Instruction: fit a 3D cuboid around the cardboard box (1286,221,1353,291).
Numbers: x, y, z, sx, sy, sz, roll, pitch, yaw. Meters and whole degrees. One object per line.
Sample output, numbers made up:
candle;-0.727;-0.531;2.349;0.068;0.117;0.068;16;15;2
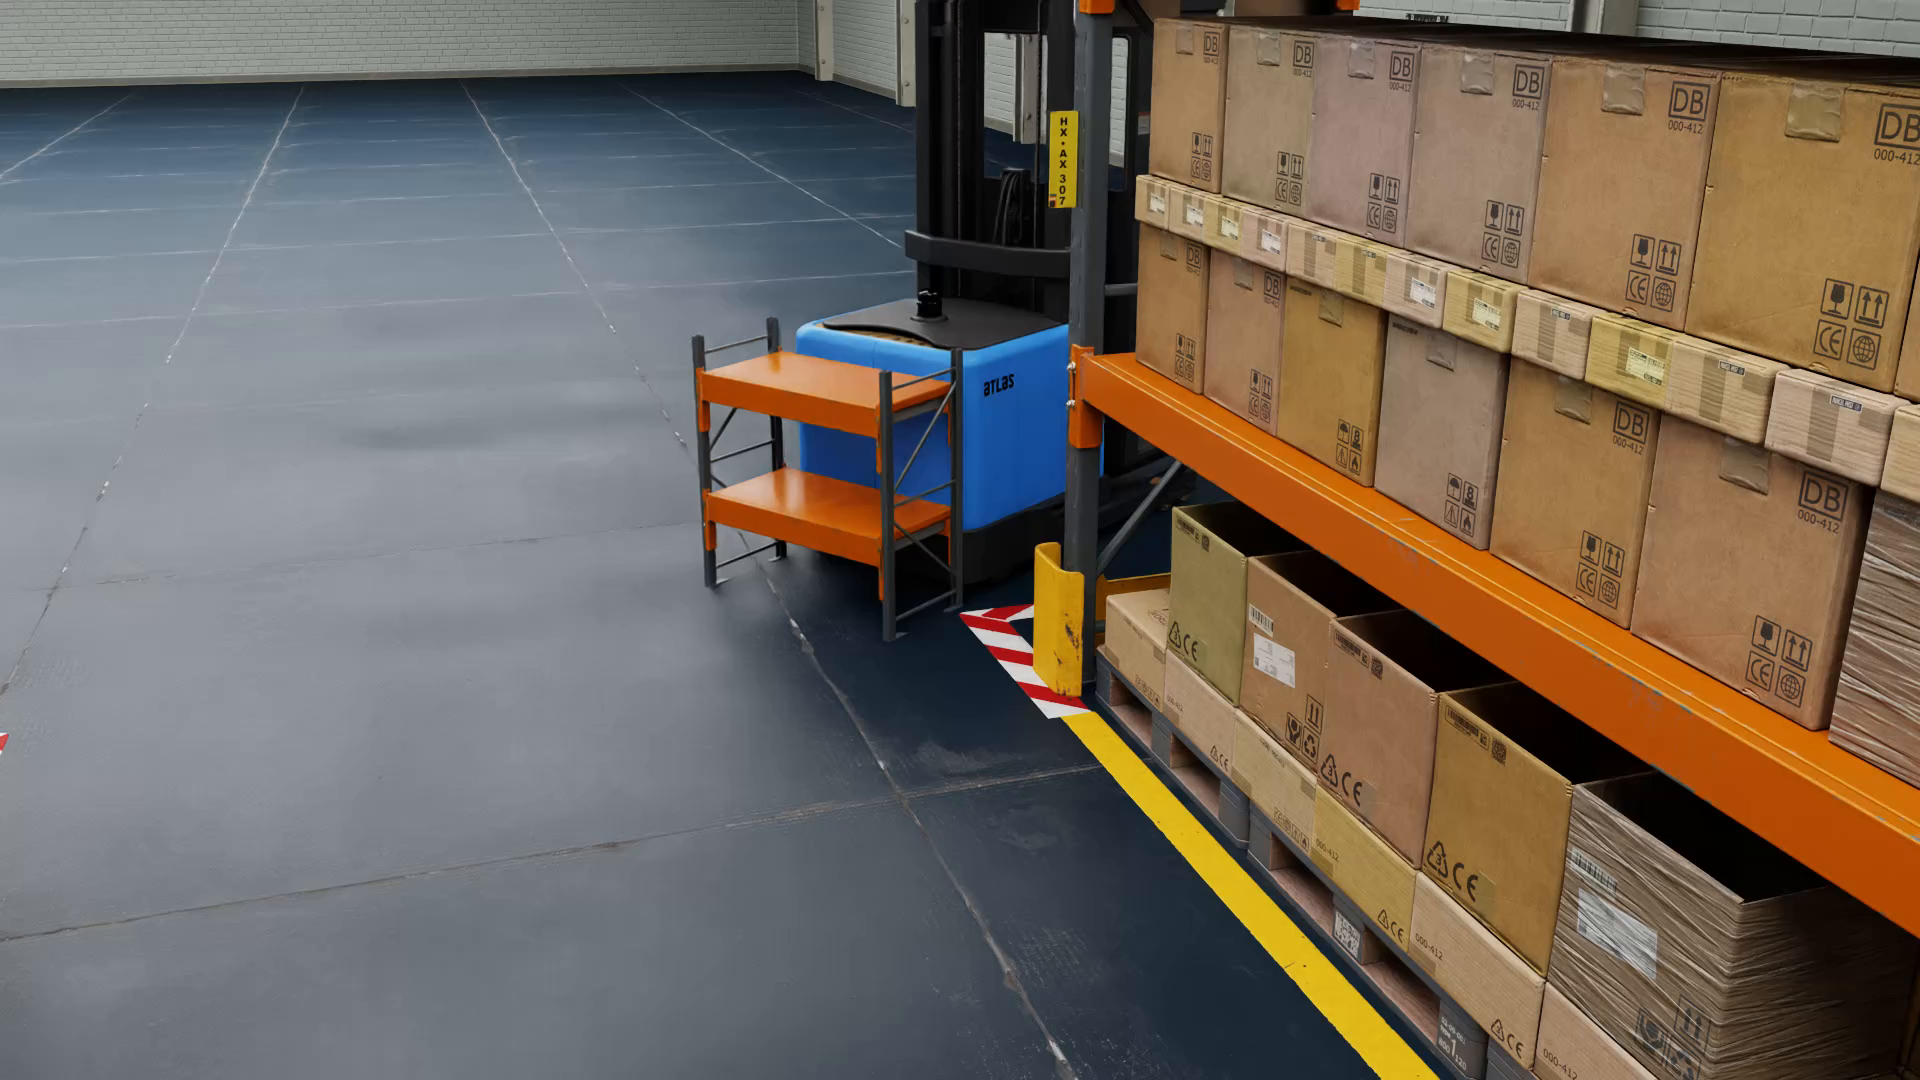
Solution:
cardboard box;1.130;-0.795;4.585;0.380;0.149;0.250;-7;21;-19

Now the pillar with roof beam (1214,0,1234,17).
pillar with roof beam;-1.231;-7.534;15.580;9.100;9.000;0.400;-6;21;-17

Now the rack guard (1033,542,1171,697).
rack guard;0.878;0.246;6.491;1.175;0.500;0.348;-6;21;-17

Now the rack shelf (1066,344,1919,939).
rack shelf;1.514;0.058;4.382;1.077;0.370;4.000;-6;21;-17

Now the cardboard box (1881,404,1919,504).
cardboard box;1.778;-0.135;2.748;0.380;0.149;0.250;-7;21;-18

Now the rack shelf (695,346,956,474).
rack shelf;-0.557;-0.560;6.947;1.000;0.278;0.538;14;24;34

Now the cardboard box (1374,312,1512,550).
cardboard box;1.509;-0.322;4.227;0.700;0.500;0.500;-6;21;-16

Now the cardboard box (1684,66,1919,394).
cardboard box;1.837;-0.600;3.083;0.700;0.500;0.500;-6;21;-17

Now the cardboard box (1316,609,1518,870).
cardboard box;1.311;0.498;4.428;0.500;0.500;0.500;-6;21;-17

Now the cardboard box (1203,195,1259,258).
cardboard box;0.967;-0.961;5.048;0.380;0.149;0.250;-6;21;-17

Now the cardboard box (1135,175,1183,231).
cardboard box;0.804;-1.126;5.506;0.380;0.149;0.250;-7;21;-18

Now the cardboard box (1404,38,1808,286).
cardboard box;1.524;-0.921;3.977;0.700;0.500;0.500;-6;21;-17

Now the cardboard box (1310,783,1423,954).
cardboard box;1.312;0.851;4.556;0.500;0.250;0.500;-6;21;-17

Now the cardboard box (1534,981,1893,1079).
cardboard box;1.641;1.171;3.667;0.500;0.250;0.500;-6;21;-17

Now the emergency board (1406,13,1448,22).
emergency board;4.001;-4.040;14.726;0.194;1.169;0.643;-6;21;-17

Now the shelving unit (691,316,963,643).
shelving unit;-0.557;-0.285;7.046;1.048;1.125;0.538;14;24;34

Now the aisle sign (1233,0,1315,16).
aisle sign;1.143;-2.198;5.753;0.394;0.787;0.004;-6;21;-17

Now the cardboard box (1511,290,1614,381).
cardboard box;1.456;-0.463;3.661;0.380;0.149;0.250;-6;21;-16

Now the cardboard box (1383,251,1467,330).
cardboard box;1.286;-0.633;4.133;0.380;0.149;0.250;-6;21;-17

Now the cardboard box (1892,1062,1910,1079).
cardboard box;2.132;1.116;3.820;0.500;0.250;0.500;-6;21;-17

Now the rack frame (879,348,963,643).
rack frame;-0.150;-0.182;6.758;0.032;1.125;0.500;14;24;34

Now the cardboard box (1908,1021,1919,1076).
cardboard box;2.294;0.923;3.248;0.500;0.500;0.500;-6;21;-17

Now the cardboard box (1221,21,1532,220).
cardboard box;1.207;-1.244;4.875;0.700;0.500;0.500;-7;21;-19

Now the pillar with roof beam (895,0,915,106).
pillar with roof beam;-5.003;-11.385;26.301;9.100;9.000;0.400;-6;21;-17

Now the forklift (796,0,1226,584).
forklift;0.552;-1.619;8.087;1.130;2.935;3.031;15;24;35

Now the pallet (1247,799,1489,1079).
pallet;1.545;1.022;4.760;1.003;0.211;1.213;-6;21;-17

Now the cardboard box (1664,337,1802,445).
cardboard box;1.609;-0.303;3.216;0.380;0.149;0.250;-6;21;-17

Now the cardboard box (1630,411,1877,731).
cardboard box;1.825;0.004;3.321;0.700;0.500;0.500;-7;21;-18

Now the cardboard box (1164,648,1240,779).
cardboard box;1.003;0.530;5.451;0.500;0.250;0.500;-6;21;-17

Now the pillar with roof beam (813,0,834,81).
pillar with roof beam;-6.888;-13.310;31.662;9.100;9.000;0.400;-6;21;-17

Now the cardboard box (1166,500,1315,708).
cardboard box;1.001;0.177;5.323;0.500;0.500;0.500;-6;21;-17

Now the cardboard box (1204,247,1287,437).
cardboard box;1.189;-0.650;5.142;0.700;0.500;0.500;-6;21;-16

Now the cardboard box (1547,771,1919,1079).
cardboard box;1.643;0.817;3.540;0.500;0.500;0.500;-6;21;-17
